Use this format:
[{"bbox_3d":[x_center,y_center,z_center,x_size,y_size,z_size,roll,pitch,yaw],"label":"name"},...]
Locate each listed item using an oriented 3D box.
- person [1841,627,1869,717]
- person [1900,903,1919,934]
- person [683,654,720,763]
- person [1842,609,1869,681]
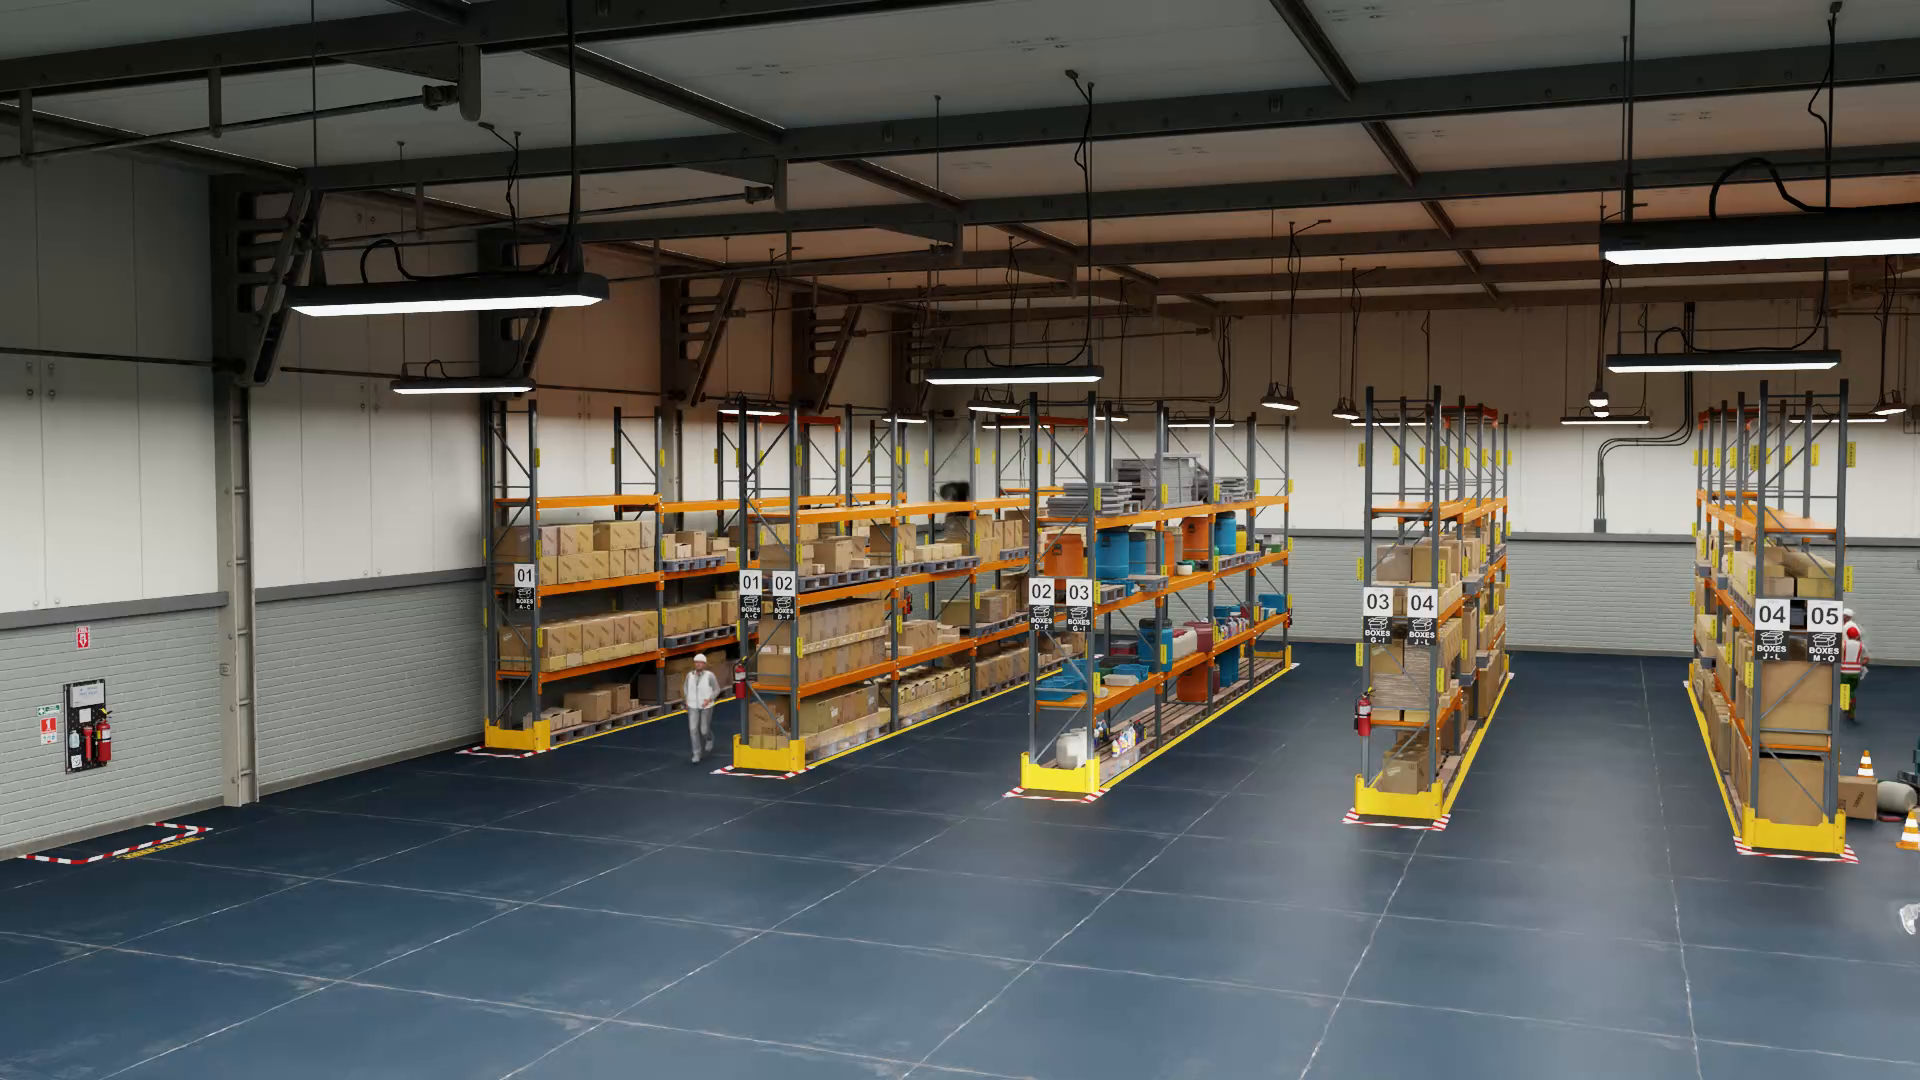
[{"bbox_3d":[17.209,2.544,32.196,0.654,1.744,0.532,1,3,14],"label":"person"},{"bbox_3d":[9.981,3.396,16.884,0.543,1.586,0.688,-1,3,-23],"label":"person"},{"bbox_3d":[-4.307,2.771,27.660,0.669,1.773,0.784,0,3,5],"label":"person"},{"bbox_3d":[19.440,2.357,36.243,0.747,1.722,0.688,1,3,14],"label":"person"}]
